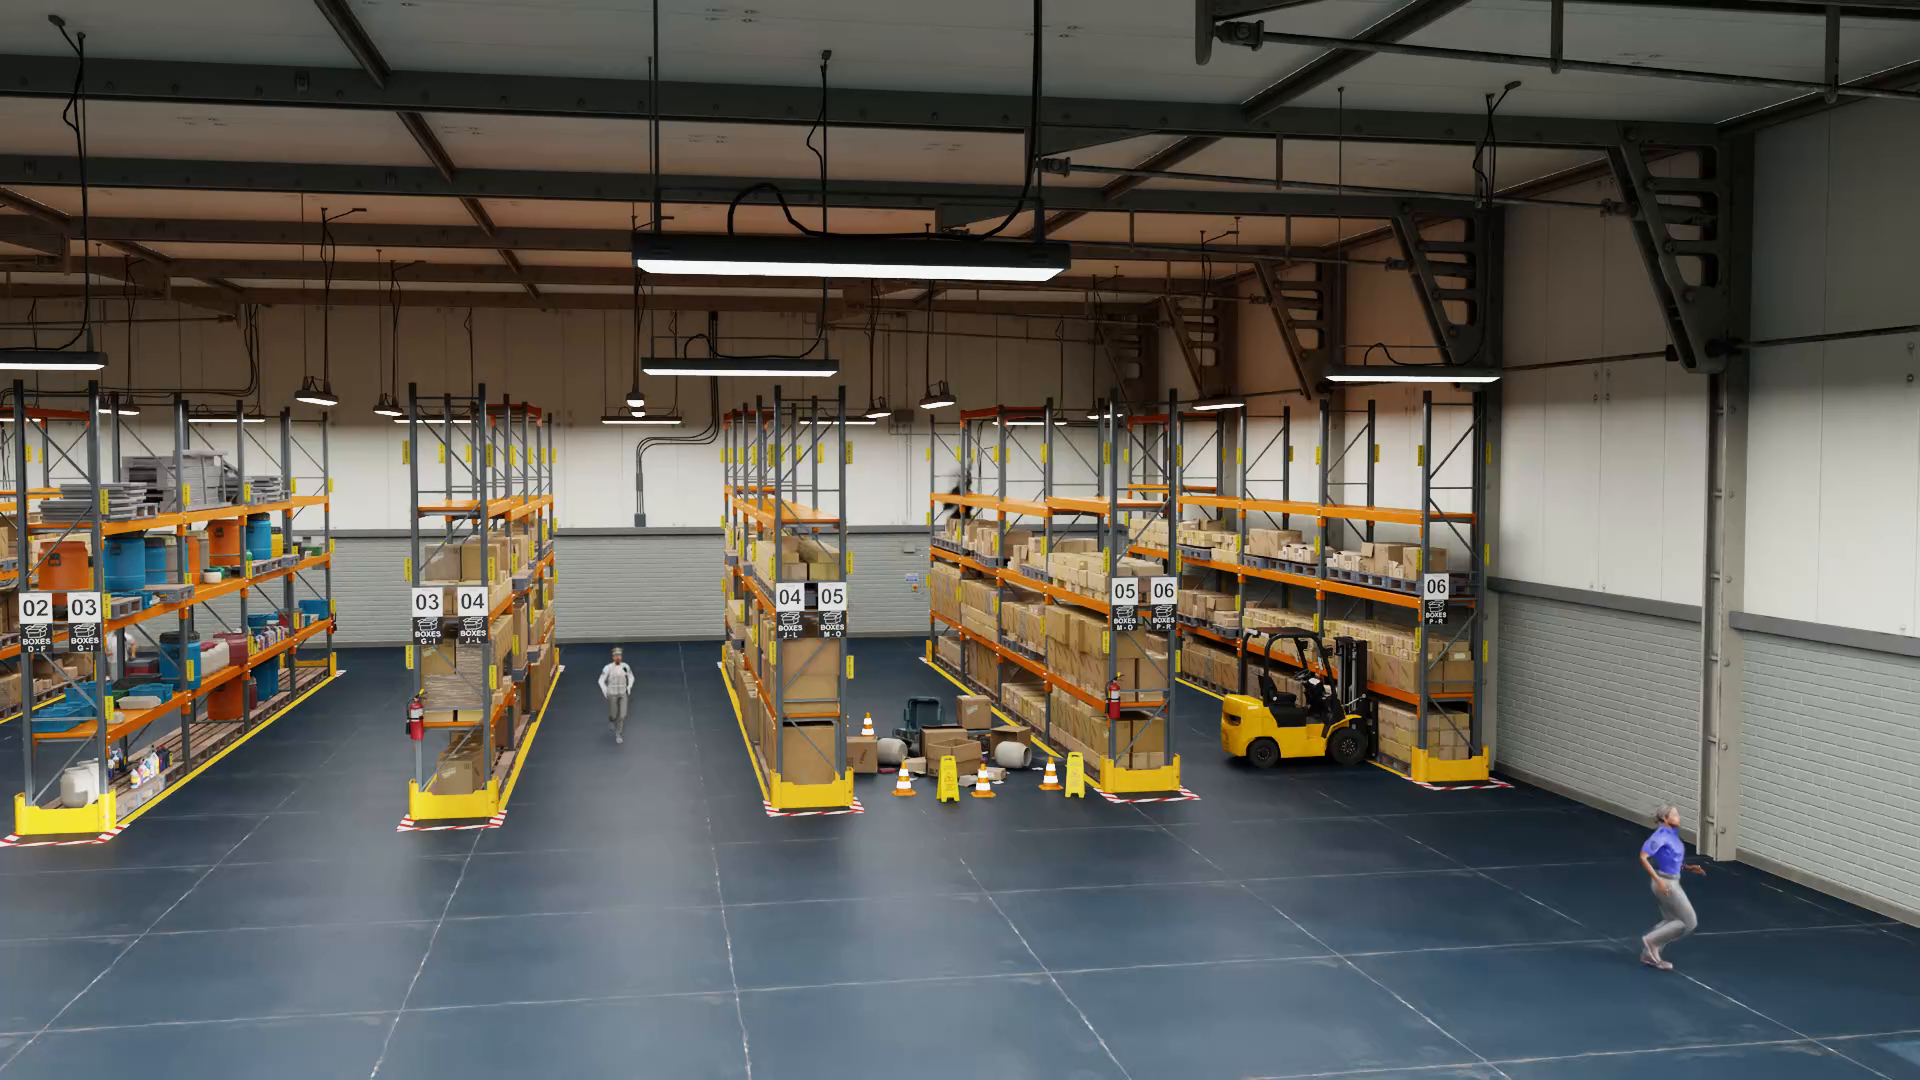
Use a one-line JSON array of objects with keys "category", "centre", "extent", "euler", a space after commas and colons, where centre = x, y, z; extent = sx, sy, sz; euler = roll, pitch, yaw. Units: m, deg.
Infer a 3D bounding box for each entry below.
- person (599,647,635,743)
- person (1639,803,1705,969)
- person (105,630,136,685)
[{"category": "person", "centre": [-6.014, 2.705, 29.186], "extent": [0.627, 1.664, 0.599], "euler": [-1, 3, -22]}, {"category": "person", "centre": [6.924, 3.371, 16.149], "extent": [0.570, 1.618, 0.561], "euler": [2, 3, 31]}, {"category": "person", "centre": [-16.915, 2.484, 33.417], "extent": [0.626, 1.699, 0.823], "euler": [-1, 3, -22]}]
